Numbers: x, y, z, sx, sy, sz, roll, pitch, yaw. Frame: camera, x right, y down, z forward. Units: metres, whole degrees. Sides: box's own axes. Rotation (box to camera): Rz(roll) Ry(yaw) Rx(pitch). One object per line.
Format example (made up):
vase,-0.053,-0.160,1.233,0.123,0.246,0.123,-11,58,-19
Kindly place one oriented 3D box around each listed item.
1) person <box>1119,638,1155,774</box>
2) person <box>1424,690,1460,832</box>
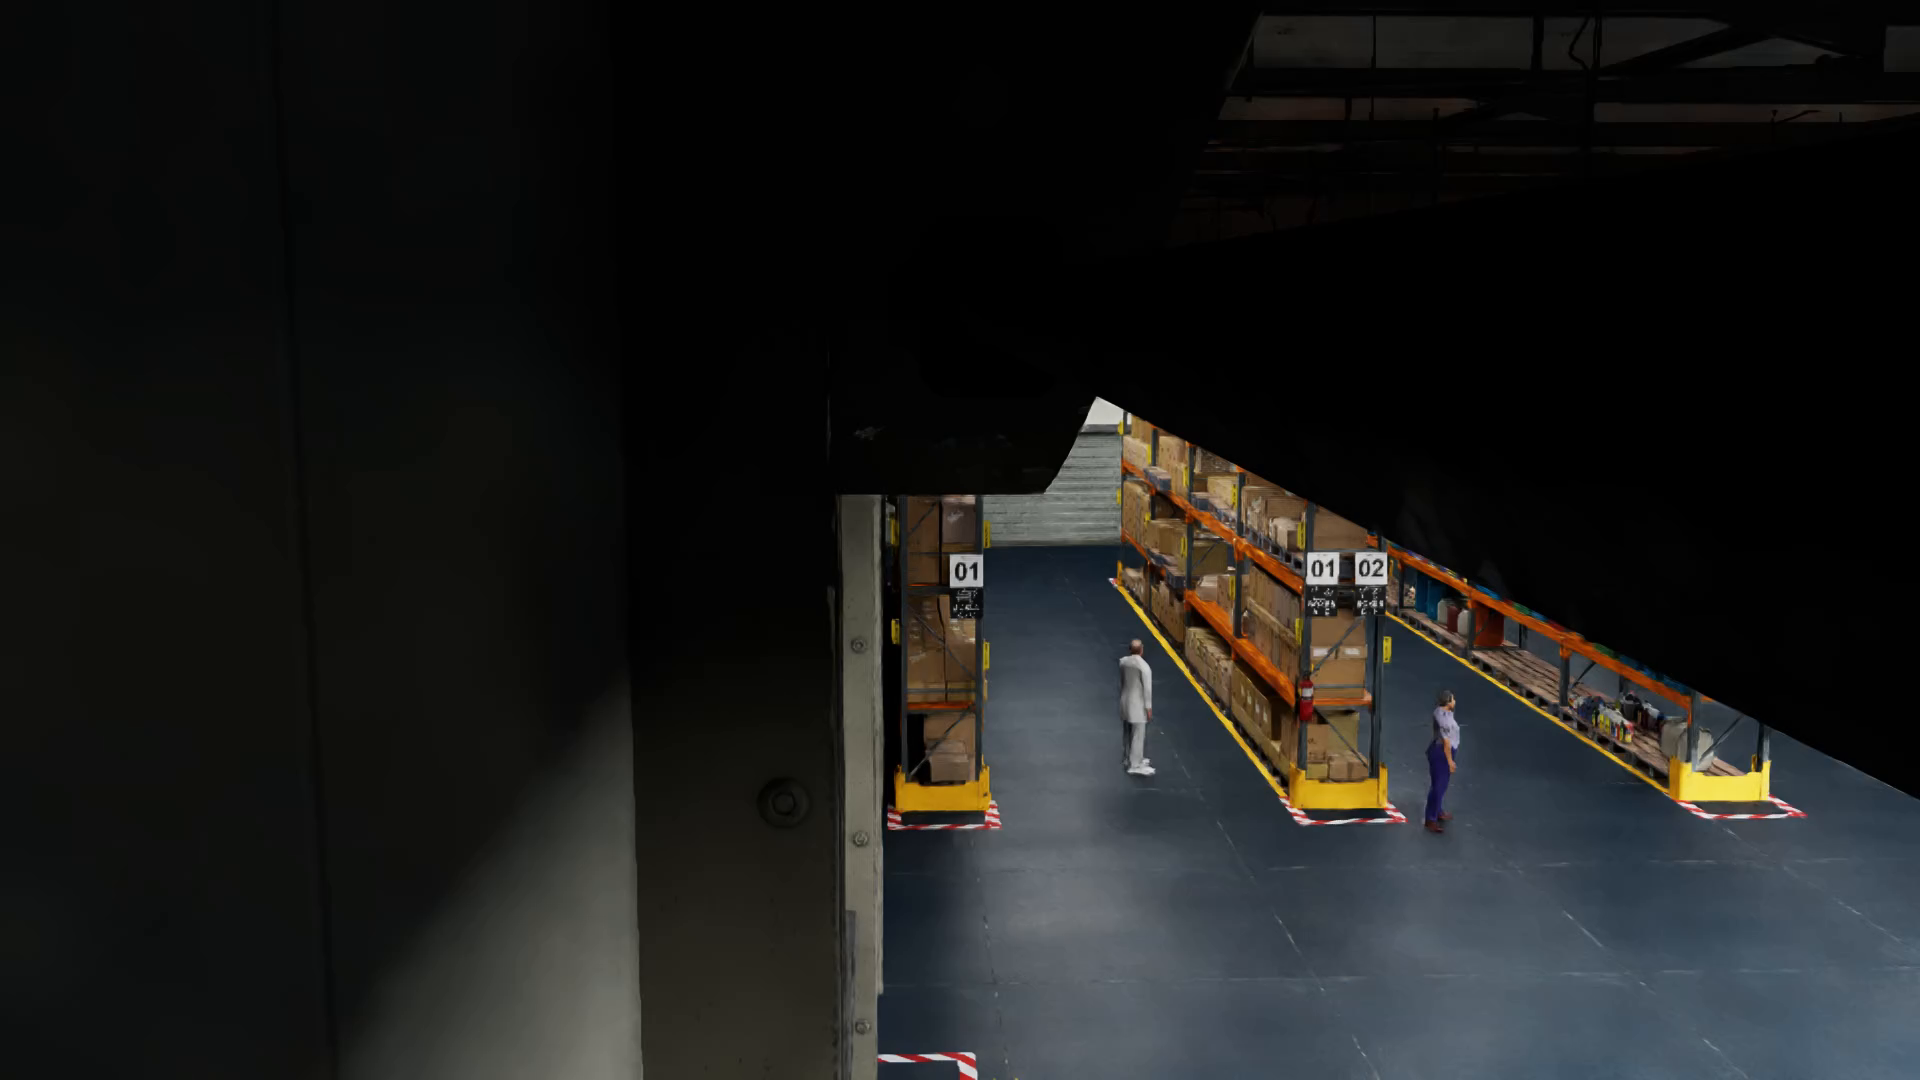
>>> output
person,2.379,2.202,22.139,0.505,1.751,0.629,-5,10,-32
person,5.751,2.599,19.847,0.378,1.642,0.658,1,9,8
